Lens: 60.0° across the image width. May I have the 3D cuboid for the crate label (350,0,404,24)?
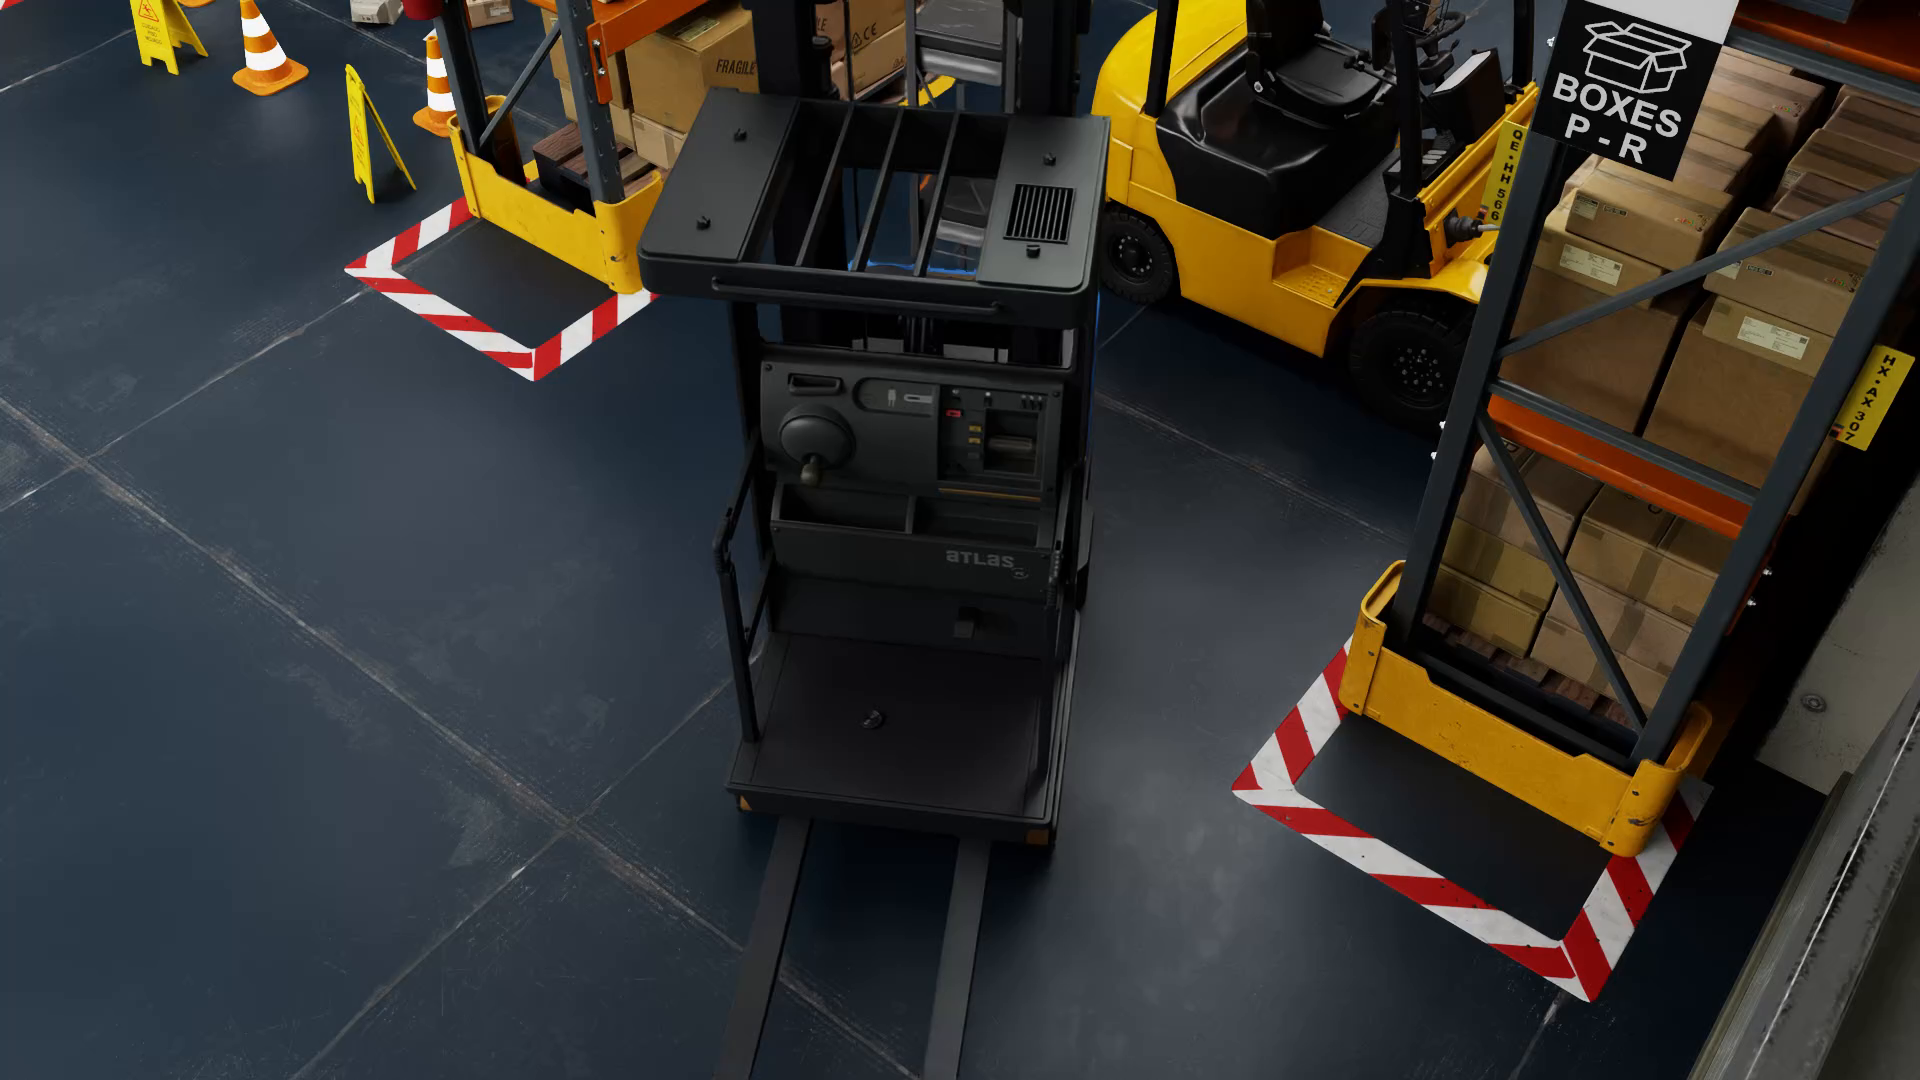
[{"bbox_3d":[-3.379,-3.090,9.607,0.250,0.136,0.298,6,47,5],"label":"crate label"}]

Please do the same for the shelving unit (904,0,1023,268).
[{"bbox_3d":[0.090,-1.251,6.493,0.431,2.100,0.503,15,48,14],"label":"shelving unit"}]

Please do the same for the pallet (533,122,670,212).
[{"bbox_3d":[-1.396,-2.019,8.533,1.003,0.211,1.213,29,53,25],"label":"pallet"}]

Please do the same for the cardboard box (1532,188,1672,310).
[{"bbox_3d":[1.954,-0.878,4.997,0.380,0.149,0.250,30,53,25],"label":"cardboard box"}]

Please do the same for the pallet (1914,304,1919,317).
[{"bbox_3d":[3.890,-1.186,7.737,1.003,0.211,1.213,29,53,25],"label":"pallet"}]

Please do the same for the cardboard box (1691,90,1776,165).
[{"bbox_3d":[2.280,-1.273,5.168,0.380,0.149,0.250,30,53,26],"label":"cardboard box"}]

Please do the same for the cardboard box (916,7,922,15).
[{"bbox_3d":[-0.302,-2.918,9.075,0.500,0.250,0.500,30,53,26],"label":"cardboard box"}]

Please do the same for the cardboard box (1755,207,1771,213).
[{"bbox_3d":[2.477,-0.805,4.926,0.380,0.149,0.250,29,53,25],"label":"cardboard box"}]

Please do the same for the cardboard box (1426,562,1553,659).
[{"bbox_3d":[2.001,0.099,6.192,0.500,0.250,0.500,30,53,25],"label":"cardboard box"}]

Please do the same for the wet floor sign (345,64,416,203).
[{"bbox_3d":[-2.930,-2.041,8.253,0.232,0.644,0.267,-25,51,-22],"label":"wet floor sign"}]

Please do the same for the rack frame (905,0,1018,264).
[{"bbox_3d":[0.003,-1.086,6.336,0.400,2.100,0.015,15,48,14],"label":"rack frame"}]

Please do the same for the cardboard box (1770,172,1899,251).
[{"bbox_3d":[2.550,-0.881,4.793,0.380,0.149,0.250,31,54,26],"label":"cardboard box"}]

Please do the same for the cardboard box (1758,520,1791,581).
[{"bbox_3d":[2.748,0.036,6.252,0.500,0.250,0.500,30,53,25],"label":"cardboard box"}]

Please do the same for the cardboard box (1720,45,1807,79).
[{"bbox_3d":[2.563,-1.581,5.462,0.380,0.149,0.250,30,53,26],"label":"cardboard box"}]

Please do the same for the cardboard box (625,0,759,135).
[{"bbox_3d":[-1.241,-2.297,7.962,0.500,0.500,0.500,28,52,24],"label":"cardboard box"}]

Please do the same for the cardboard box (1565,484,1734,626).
[{"bbox_3d":[2.407,-0.029,5.623,0.500,0.250,0.500,28,53,24],"label":"cardboard box"}]

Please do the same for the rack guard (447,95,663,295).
[{"bbox_3d":[-1.920,-1.669,7.999,1.175,0.500,0.348,29,53,25],"label":"rack guard"}]

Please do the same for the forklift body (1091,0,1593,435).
[{"bbox_3d":[1.679,-1.896,7.073,2.313,2.155,1.214,29,53,25],"label":"forklift body"}]

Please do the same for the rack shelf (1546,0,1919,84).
[{"bbox_3d":[3.186,-2.229,5.228,1.077,0.370,4.000,29,53,25],"label":"rack shelf"}]

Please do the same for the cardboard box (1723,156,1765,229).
[{"bbox_3d":[2.294,-1.159,5.265,0.380,0.149,0.250,30,53,26],"label":"cardboard box"}]

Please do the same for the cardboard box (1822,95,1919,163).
[{"bbox_3d":[2.838,-1.183,5.083,0.380,0.149,0.250,29,53,25],"label":"cardboard box"}]

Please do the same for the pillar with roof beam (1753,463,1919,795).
[{"bbox_3d":[-0.304,-4.273,4.608,9.100,9.000,0.400,29,53,25],"label":"pillar with roof beam"}]

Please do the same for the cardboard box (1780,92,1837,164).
[{"bbox_3d":[2.694,-1.315,5.863,0.500,0.500,0.500,28,53,24],"label":"cardboard box"}]

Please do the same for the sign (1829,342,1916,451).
[{"bbox_3d":[2.399,-0.375,4.380,0.100,0.325,0.005,29,53,25],"label":"sign"}]

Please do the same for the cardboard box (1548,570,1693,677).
[{"bbox_3d":[2.415,0.158,5.790,0.500,0.250,0.500,30,53,26],"label":"cardboard box"}]

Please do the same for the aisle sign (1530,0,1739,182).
[{"bbox_3d":[1.691,-1.287,4.108,0.394,0.787,0.004,29,53,25],"label":"aisle sign"}]

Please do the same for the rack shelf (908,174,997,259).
[{"bbox_3d":[0.090,-1.242,6.503,0.431,0.518,0.480,15,48,14],"label":"rack shelf"}]

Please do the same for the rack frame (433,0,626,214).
[{"bbox_3d":[-1.967,-2.489,7.054,1.000,3.000,0.127,29,53,25],"label":"rack frame"}]

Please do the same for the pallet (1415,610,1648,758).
[{"bbox_3d":[2.398,0.210,6.403,1.003,0.211,1.213,29,53,25],"label":"pallet"}]

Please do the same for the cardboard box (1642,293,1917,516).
[{"bbox_3d":[2.486,-0.492,5.077,0.500,0.500,0.500,31,54,26],"label":"cardboard box"}]

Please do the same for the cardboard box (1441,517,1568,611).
[{"bbox_3d":[2.014,-0.082,6.019,0.500,0.250,0.500,29,53,25],"label":"cardboard box"}]

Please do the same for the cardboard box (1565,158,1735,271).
[{"bbox_3d":[2.016,-0.957,4.866,0.380,0.149,0.250,29,53,25],"label":"cardboard box"}]

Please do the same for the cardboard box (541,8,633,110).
[{"bbox_3d":[-1.683,-2.517,8.173,0.500,0.500,0.500,30,53,25],"label":"cardboard box"}]

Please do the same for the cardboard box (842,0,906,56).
[{"bbox_3d":[-0.611,-2.881,8.521,0.500,0.500,0.500,30,53,26],"label":"cardboard box"}]

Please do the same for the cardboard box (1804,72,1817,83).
[{"bbox_3d":[2.719,-1.623,5.708,0.380,0.149,0.250,30,53,25],"label":"cardboard box"}]

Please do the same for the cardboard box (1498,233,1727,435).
[{"bbox_3d":[2.057,-0.729,5.303,0.500,0.500,0.500,28,52,24],"label":"cardboard box"}]

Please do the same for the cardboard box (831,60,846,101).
[{"bbox_3d":[-0.937,-2.313,8.496,0.500,0.250,0.500,31,54,26],"label":"cardboard box"}]

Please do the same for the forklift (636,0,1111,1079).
[{"bbox_3d":[-0.180,-0.240,4.952,1.130,2.935,3.031,6,47,5],"label":"forklift"}]

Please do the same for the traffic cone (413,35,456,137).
[{"bbox_3d":[-2.725,-2.429,8.751,0.336,0.463,0.334,29,53,25],"label":"traffic cone"}]
